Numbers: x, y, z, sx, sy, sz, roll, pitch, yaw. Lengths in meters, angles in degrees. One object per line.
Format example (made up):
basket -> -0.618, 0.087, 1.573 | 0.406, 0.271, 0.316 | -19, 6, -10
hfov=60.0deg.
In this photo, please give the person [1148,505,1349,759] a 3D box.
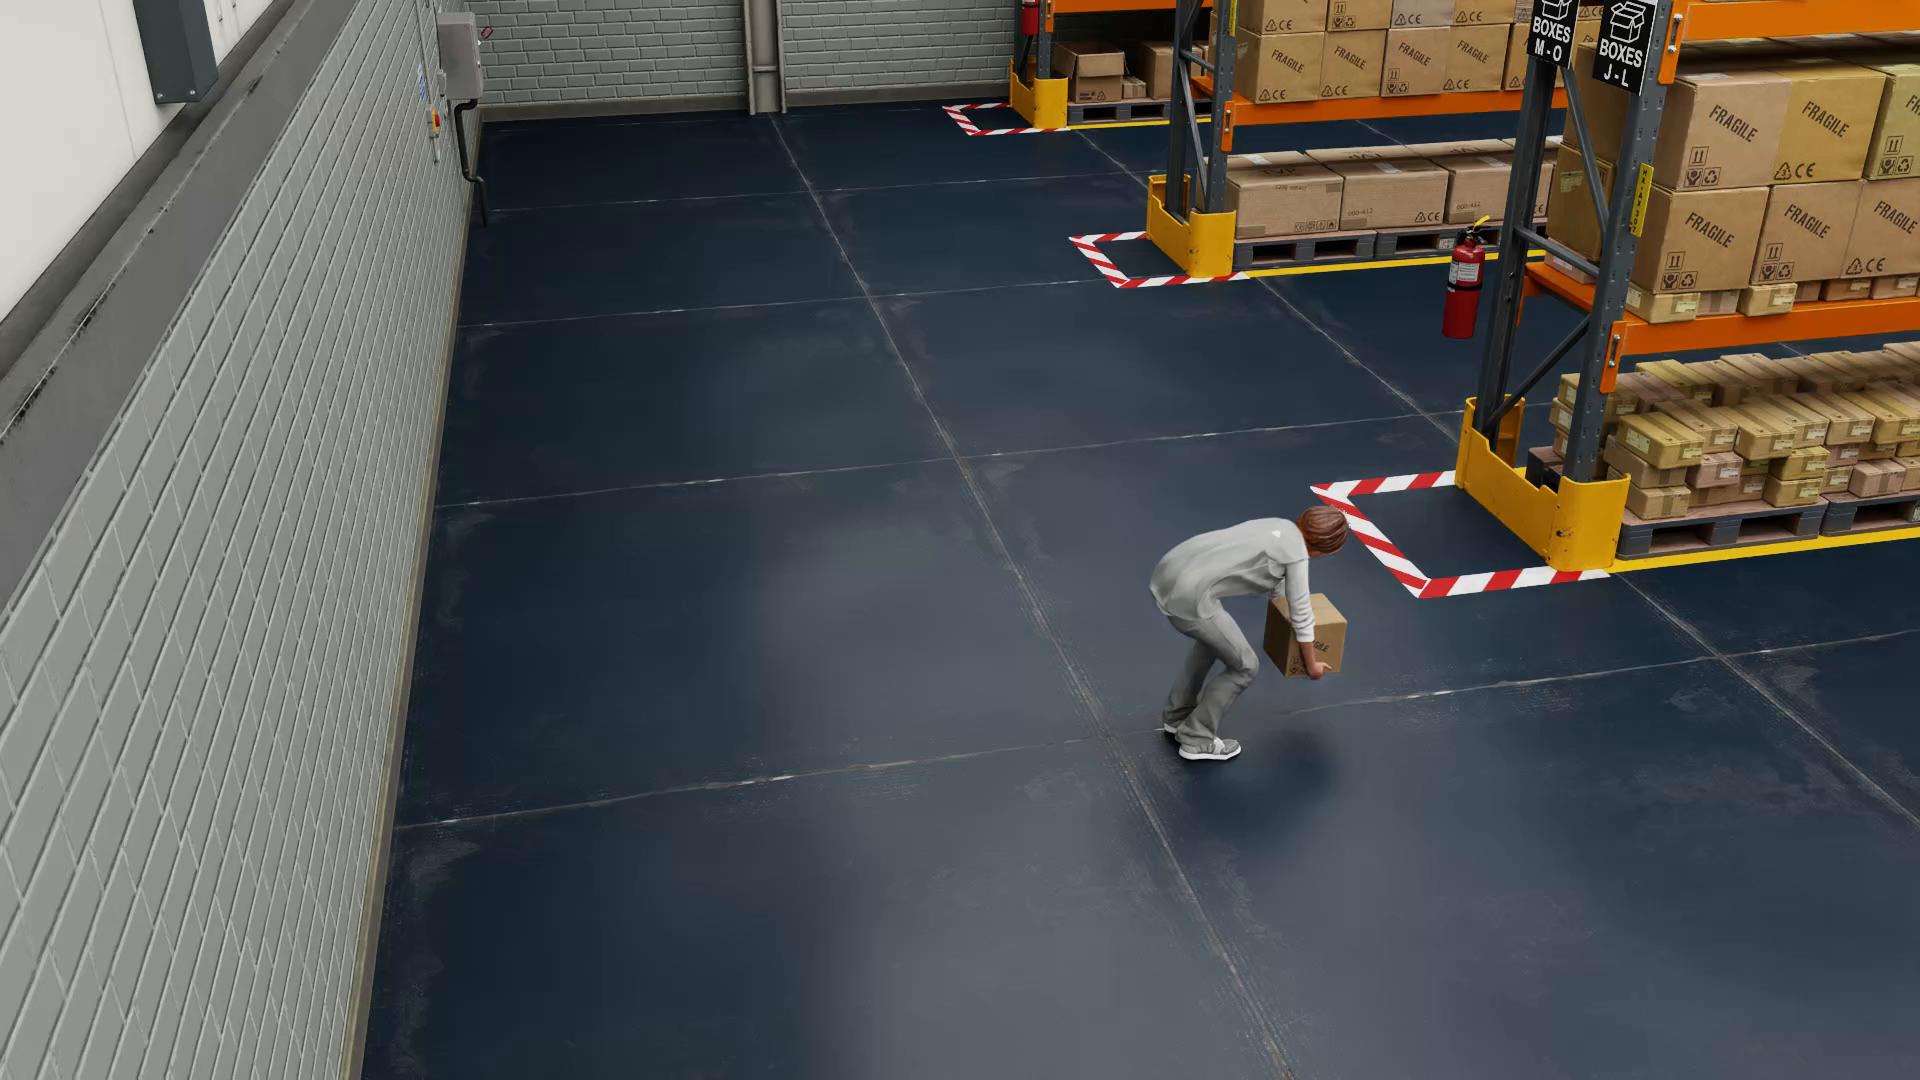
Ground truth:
person -> 1.198, 0.389, 6.985 | 0.853, 1.037, 0.411 | -7, 28, -14
